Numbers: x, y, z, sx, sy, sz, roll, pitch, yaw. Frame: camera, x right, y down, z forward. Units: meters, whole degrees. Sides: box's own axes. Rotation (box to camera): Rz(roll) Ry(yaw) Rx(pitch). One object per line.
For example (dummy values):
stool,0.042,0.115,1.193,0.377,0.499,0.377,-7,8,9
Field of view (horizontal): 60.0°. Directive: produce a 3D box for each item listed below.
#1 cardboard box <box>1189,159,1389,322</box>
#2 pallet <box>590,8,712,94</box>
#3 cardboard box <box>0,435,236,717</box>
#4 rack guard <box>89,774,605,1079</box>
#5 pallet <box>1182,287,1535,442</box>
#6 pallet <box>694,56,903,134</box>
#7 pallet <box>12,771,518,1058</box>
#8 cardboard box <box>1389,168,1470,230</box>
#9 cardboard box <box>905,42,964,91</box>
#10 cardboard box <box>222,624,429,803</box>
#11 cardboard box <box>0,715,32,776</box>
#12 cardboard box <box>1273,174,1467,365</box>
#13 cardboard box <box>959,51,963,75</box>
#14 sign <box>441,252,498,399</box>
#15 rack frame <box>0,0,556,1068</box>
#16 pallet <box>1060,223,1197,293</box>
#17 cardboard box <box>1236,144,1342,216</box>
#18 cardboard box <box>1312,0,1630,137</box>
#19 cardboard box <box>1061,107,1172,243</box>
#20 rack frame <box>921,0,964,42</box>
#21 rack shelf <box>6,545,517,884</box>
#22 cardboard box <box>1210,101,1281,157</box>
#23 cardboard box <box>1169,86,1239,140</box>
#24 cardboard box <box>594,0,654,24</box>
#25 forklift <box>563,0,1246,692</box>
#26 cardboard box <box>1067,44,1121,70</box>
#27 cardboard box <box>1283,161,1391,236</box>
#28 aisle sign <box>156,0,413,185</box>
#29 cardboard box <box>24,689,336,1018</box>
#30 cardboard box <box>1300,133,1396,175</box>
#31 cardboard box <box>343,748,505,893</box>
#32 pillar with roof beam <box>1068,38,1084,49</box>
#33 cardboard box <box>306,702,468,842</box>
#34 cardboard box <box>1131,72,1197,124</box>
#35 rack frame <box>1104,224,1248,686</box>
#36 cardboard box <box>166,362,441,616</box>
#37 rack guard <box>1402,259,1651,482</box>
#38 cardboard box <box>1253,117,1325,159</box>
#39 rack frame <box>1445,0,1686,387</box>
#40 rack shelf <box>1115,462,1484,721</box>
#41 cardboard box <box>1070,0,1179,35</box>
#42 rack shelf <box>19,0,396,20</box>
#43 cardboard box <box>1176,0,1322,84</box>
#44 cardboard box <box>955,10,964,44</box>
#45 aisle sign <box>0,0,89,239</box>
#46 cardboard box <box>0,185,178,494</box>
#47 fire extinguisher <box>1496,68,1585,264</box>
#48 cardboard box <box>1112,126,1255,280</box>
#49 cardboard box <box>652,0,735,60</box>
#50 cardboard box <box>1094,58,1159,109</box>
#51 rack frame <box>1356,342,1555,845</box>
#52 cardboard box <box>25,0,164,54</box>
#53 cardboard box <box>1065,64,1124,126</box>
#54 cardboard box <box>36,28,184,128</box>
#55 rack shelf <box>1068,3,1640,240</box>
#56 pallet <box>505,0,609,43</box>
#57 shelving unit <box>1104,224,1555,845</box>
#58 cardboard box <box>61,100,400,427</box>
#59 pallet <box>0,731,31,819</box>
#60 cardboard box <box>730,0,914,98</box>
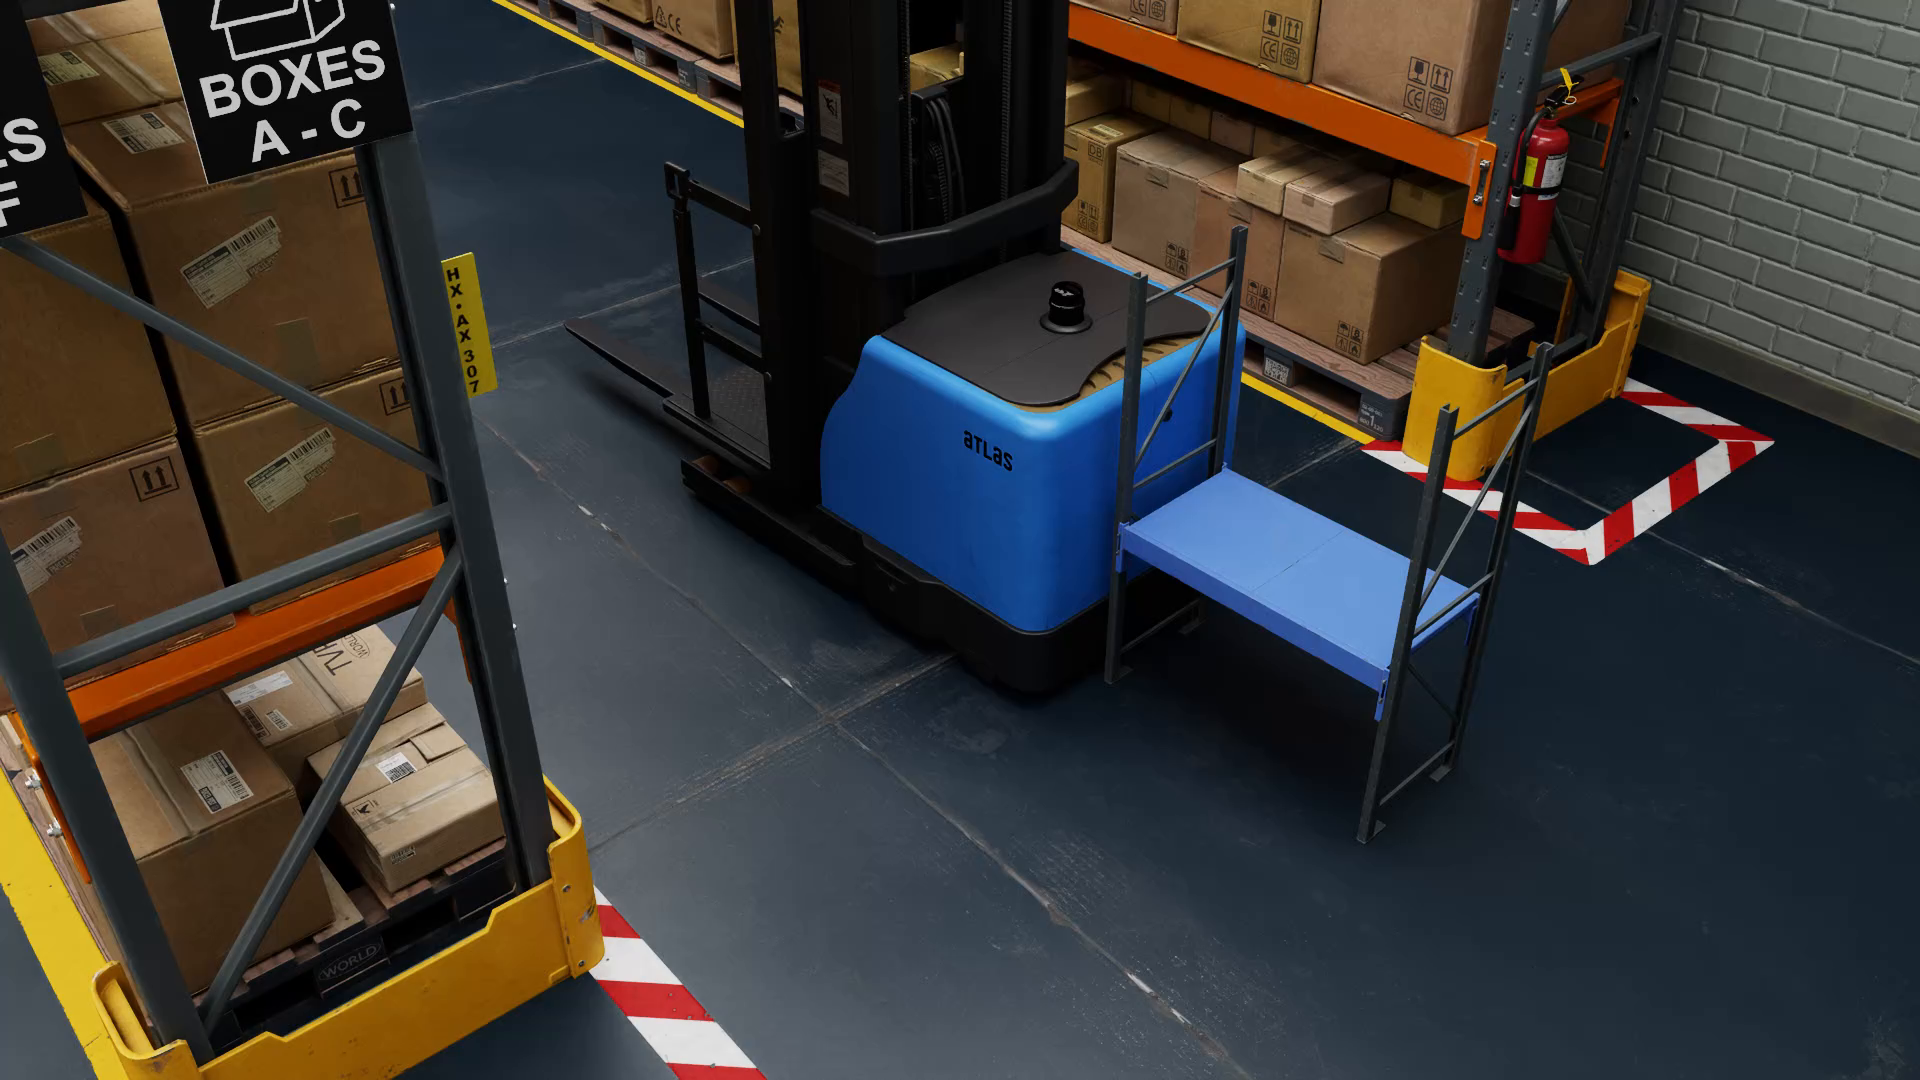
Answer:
cardboard box,1.461,-1.387,7.412,0.700,0.500,0.500,-26,43,-32
pallet,-1.617,-3.223,10.618,1.003,0.211,1.213,-26,43,-32
cardboard box,-1.967,-0.031,3.612,0.500,0.500,0.500,-25,42,-30
rack guard,-1.519,1.093,4.275,1.175,0.500,0.348,-26,43,-32
pallet,1.736,-0.929,7.379,1.003,0.211,1.213,-26,43,-32
pallet,-0.825,-2.684,9.857,1.003,0.211,1.213,-26,43,-32
pallet,-2.034,0.859,4.855,1.003,0.211,1.213,-26,43,-32
cardboard box,2.017,-1.450,6.941,0.380,0.149,0.250,-26,43,-31
cardboard box,0.135,-2.292,8.690,0.700,0.500,0.500,-25,43,-31
cardboard box,-1.927,0.482,4.972,0.500,0.250,0.500,-26,43,-32
cardboard box,-2.599,0.470,4.990,0.500,0.250,0.500,-26,43,-32
cardboard box,1.783,-1.166,7.101,0.700,0.500,0.500,-26,43,-32
cardboard box,0.216,-2.337,8.193,0.380,0.149,0.250,-24,42,-30
sign,-1.056,-0.450,3.540,0.100,0.325,0.005,-26,43,-32
rack frame,-1.470,0.106,3.505,1.000,3.000,0.127,-26,43,-32
pallet,0.953,-1.467,8.139,1.003,0.211,1.213,-26,43,-32
cardboard box,1.396,-1.532,7.056,0.380,0.149,0.250,-25,42,-31
cardboard box,1.975,-2.087,6.342,0.980,0.700,0.700,-24,42,-30
cardboard box,0.786,-1.841,8.054,0.700,0.500,0.500,-25,42,-31
rack frame,-0.270,-3.509,8.609,1.000,3.000,0.127,-26,43,-32
rack shelf,-2.761,-0.483,4.959,1.077,0.370,4.000,-26,43,-32
cardboard box,1.364,-1.896,7.570,0.380,0.149,0.250,-25,42,-31
cardboard box,1.197,-2.009,7.730,0.380,0.149,0.250,-26,43,-31
cardboard box,-1.916,-3.806,10.526,0.750,0.750,0.750,-26,43,-32
forklift,-0.432,-1.457,5.771,1.130,2.935,3.031,-29,44,-34
cardboard box,0.705,-2.347,8.206,0.380,0.149,0.250,-28,44,-33
cardboard box,1.561,-1.420,6.897,0.380,0.149,0.250,-27,43,-32
aisle sign,-1.202,-1.034,2.865,0.394,0.787,0.004,-26,43,-32
cardboard box,-2.009,0.799,4.309,0.500,0.500,0.500,-26,43,-32
cardboard box,1.689,-1.674,7.256,0.380,0.149,0.250,-26,43,-32
cardboard box,-1.478,0.777,4.644,0.380,0.149,0.250,-26,43,-32
pillar with roof beam,-2.446,-4.365,4.628,9.100,9.000,0.400,-26,43,-32
cardboard box,-1.639,0.659,4.794,0.380,0.166,0.250,-26,43,-32
cardboard box,1.034,-2.121,7.888,0.380,0.149,0.250,-27,43,-33
rack frame,0.673,-0.231,5.278,0.500,1.500,0.032,-29,44,-34
cardboard box,-1.555,-0.229,3.891,0.500,0.500,0.500,-25,42,-31
rack guard,2.327,-0.712,6.823,1.175,0.500,0.348,-26,43,-32
cardboard box,1.528,-1.784,7.412,0.380,0.149,0.250,-26,43,-31
rack frame,2.312,-1.743,6.116,1.000,3.000,0.127,-26,43,-32
rack shelf,1.025,0.128,5.083,0.538,0.185,1.000,-29,44,-34
cardboard box,1.012,-2.744,7.270,0.980,0.700,0.700,-28,44,-34
rack shelf,-2.761,-1.707,4.092,1.077,0.370,4.000,-26,43,-32
cardboard box,1.497,-2.404,6.789,0.980,0.700,0.700,-26,43,-32
cardboard box,0.193,-2.695,8.698,0.380,0.149,0.250,-26,43,-32
aisle sign,-1.660,-0.810,2.550,0.394,0.787,0.004,-26,43,-32
cardboard box,-1.967,-0.437,3.319,0.500,0.500,0.500,-26,43,-32
fire extinguisher,2.056,-1.321,5.909,0.296,0.674,0.183,-26,43,-32
cardboard box,1.135,-1.609,7.726,0.700,0.500,0.500,-28,44,-33
cardboard box,-1.364,-3.433,9.999,0.750,0.750,0.750,-25,42,-30
cardboard box,0.867,-2.235,8.048,0.380,0.149,0.250,-26,43,-31
rack frame,1.377,0.193,4.680,0.500,1.500,0.032,-29,44,-34
cardboard box,-2.217,-1.088,4.239,0.500,0.500,0.500,-25,42,-31
cardboard box,0.553,-2.107,7.868,0.380,0.149,0.250,-27,44,-33
cardboard box,-1.898,-0.865,3.924,0.500,0.500,0.500,-26,43,-31
rack shelf,1.021,-2.332,7.571,1.077,0.370,4.000,-26,43,-32
pallet,-2.400,-3.761,11.378,1.003,0.211,1.213,-26,43,-32
shelving unit,1.025,-0.019,4.979,0.538,1.500,1.048,-29,44,-34
cardboard box,-1.555,-0.637,3.602,0.500,0.500,0.500,-25,42,-30
pallet,-2.818,0.321,5.615,1.003,0.211,1.213,-26,43,-32
cardboard box,-0.788,-3.042,9.446,0.750,0.750,0.750,-25,43,-31
